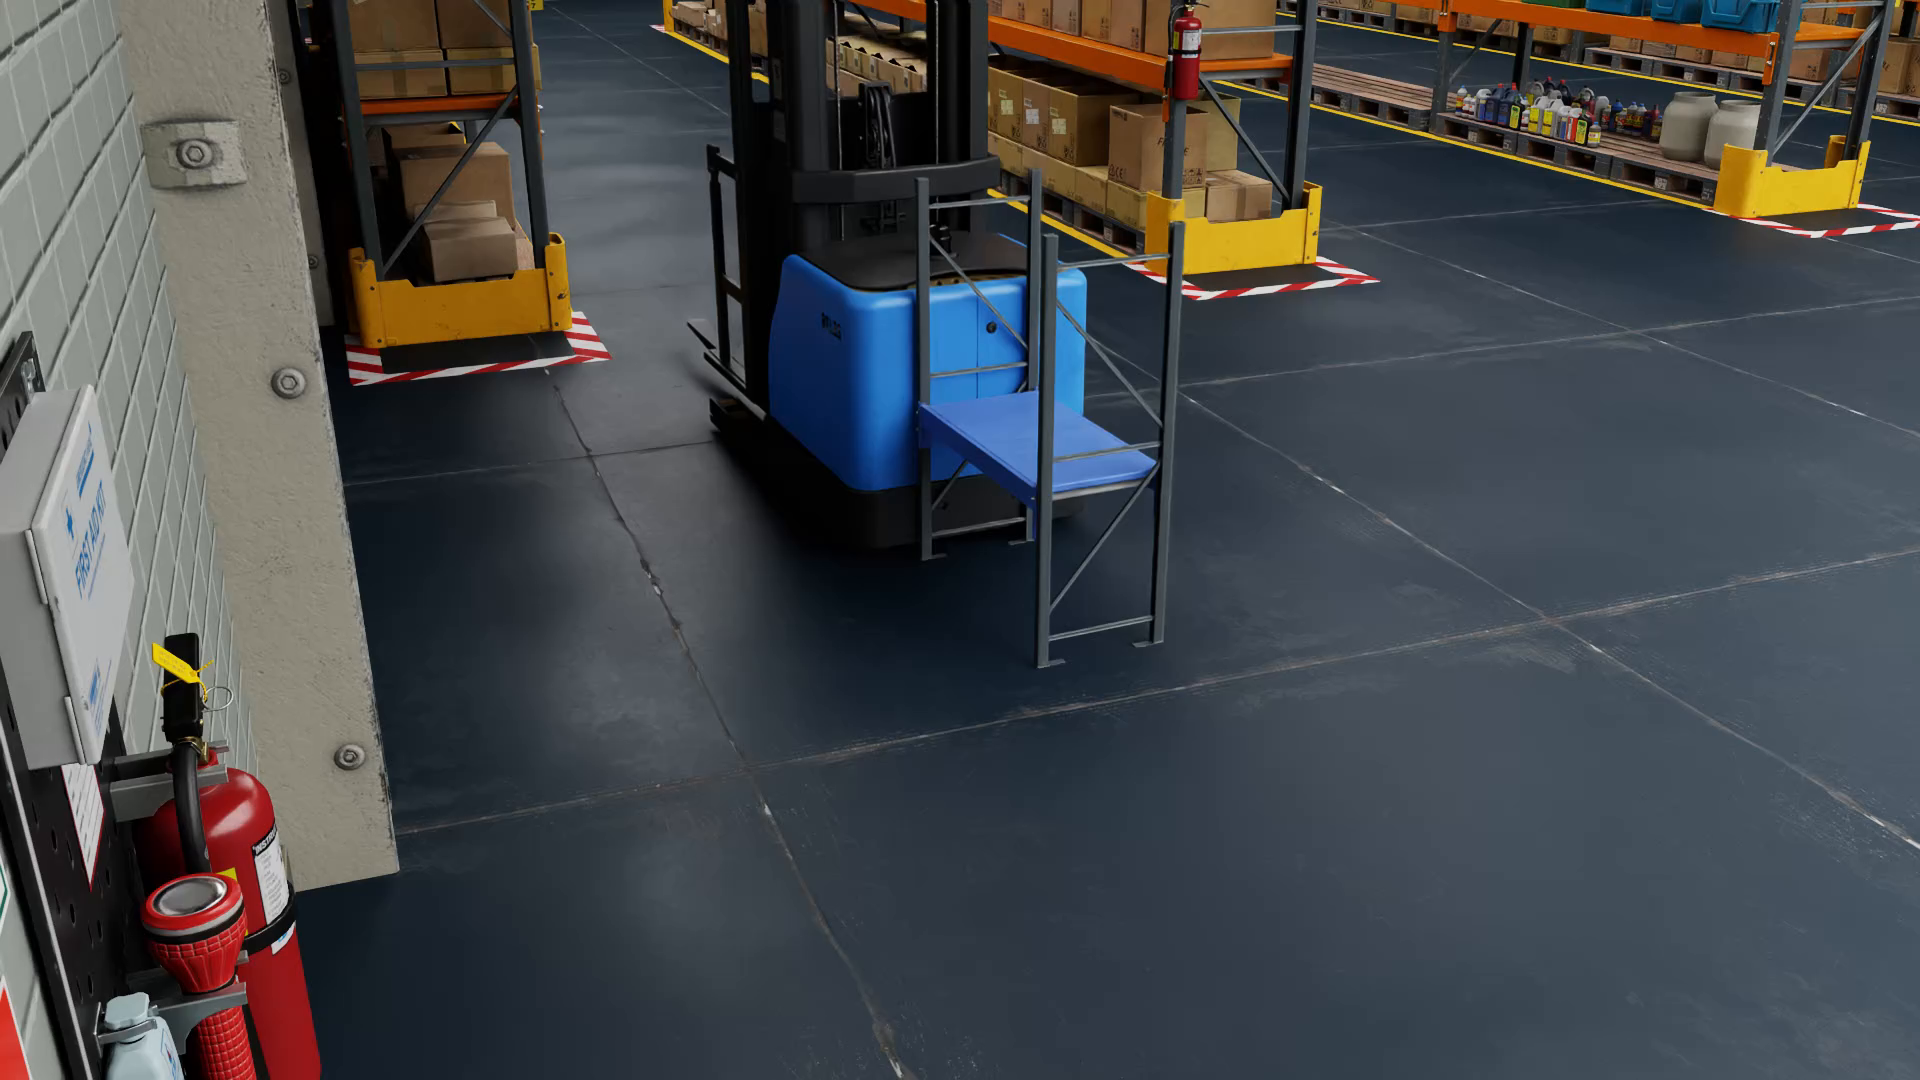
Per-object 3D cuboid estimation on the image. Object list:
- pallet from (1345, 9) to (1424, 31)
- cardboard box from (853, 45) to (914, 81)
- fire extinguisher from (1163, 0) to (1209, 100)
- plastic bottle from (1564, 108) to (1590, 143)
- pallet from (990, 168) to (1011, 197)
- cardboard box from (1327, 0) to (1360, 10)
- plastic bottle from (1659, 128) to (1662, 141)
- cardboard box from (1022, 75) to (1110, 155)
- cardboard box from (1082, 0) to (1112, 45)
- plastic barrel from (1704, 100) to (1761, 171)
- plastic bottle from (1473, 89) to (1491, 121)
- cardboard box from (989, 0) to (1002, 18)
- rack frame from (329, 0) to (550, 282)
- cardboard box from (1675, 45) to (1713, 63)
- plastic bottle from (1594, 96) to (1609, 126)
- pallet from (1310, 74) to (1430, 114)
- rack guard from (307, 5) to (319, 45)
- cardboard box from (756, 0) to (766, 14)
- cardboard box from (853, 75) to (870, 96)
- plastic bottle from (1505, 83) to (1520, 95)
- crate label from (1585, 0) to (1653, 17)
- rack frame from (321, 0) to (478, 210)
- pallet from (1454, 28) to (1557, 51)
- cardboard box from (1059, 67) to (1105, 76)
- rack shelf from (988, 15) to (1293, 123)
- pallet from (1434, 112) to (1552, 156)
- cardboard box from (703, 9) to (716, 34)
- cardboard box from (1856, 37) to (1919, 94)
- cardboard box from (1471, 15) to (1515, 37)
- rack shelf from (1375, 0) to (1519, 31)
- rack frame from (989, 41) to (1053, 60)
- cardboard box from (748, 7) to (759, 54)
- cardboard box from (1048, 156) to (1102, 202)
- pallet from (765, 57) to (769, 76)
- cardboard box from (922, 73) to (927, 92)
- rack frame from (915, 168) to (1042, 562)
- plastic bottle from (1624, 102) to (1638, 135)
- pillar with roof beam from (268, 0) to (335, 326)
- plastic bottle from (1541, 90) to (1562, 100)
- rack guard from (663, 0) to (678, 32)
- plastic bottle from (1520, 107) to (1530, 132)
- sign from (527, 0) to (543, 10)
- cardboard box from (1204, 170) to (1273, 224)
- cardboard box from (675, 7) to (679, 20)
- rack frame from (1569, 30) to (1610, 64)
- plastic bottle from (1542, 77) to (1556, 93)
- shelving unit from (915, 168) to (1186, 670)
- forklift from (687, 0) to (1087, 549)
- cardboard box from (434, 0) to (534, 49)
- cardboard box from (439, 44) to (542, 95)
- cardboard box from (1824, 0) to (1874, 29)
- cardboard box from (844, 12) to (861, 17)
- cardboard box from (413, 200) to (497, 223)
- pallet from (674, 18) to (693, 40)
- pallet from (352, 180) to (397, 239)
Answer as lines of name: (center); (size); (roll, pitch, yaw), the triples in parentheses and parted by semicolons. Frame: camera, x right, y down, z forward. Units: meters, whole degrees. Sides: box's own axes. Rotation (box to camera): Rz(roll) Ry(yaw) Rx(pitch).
pallet: (6.641, -7.963, 25.387); (1.003, 0.211, 1.213); (-8, 24, -19)
cardboard box: (-0.737, -4.728, 16.400); (0.500, 0.311, 0.500); (-9, 24, -20)
fire extinguisher: (1.414, -3.100, 10.360); (0.296, 0.674, 0.183); (-8, 24, -19)
plastic bottle: (5.320, -3.571, 14.317); (0.152, 0.276, 0.135); (-8, 24, -19)
pallet: (0.636, -3.116, 13.888); (1.003, 0.211, 1.213); (-8, 24, -19)
cardboard box: (6.361, -8.753, 25.866); (0.875, 0.875, 0.875); (-8, 24, -19)
plastic bottle: (6.093, -3.568, 14.316); (0.097, 0.271, 0.097); (0, 23, 0)
cardboard box: (0.797, -3.212, 12.559); (0.500, 0.500, 0.500); (-8, 24, -19)
cardboard box: (1.294, -3.831, 11.866); (0.700, 0.500, 0.500); (-8, 24, -19)
plastic barrel: (6.138, -3.196, 13.151); (0.421, 0.512, 0.421); (0, 23, 0)
plastic bottle: (4.872, -4.032, 15.412); (0.152, 0.276, 0.135); (-7, 24, -17)
cardboard box: (0.557, -4.582, 13.646); (0.700, 0.500, 0.500); (-9, 24, -20)
rack frame: (-2.826, -2.561, 8.982); (1.000, 3.000, 0.127); (-8, 24, -19)
cardboard box: (8.920, -5.912, 19.584); (0.700, 0.500, 0.500); (-6, 24, -15)
plastic bottle: (5.762, -3.881, 15.052); (0.152, 0.276, 0.135); (-8, 24, -18)
pallet: (4.281, -4.813, 17.915); (1.003, 0.211, 1.213); (-8, 24, -19)
rack guard: (-8.487, -7.232, 23.281); (1.175, 0.500, 0.348); (-8, 24, -19)
cardboard box: (-2.136, -6.427, 19.839); (0.500, 0.250, 0.500); (-8, 24, -19)
cardboard box: (-0.741, -4.475, 16.520); (0.500, 0.250, 0.500); (-9, 24, -20)
plastic bottle: (5.061, -4.026, 15.300); (0.144, 0.351, 0.185); (-8, 24, -19)
crate label: (5.539, -4.569, 13.699); (0.502, 0.435, 0.616); (-8, 24, -19)
rack frame: (-4.239, -4.015, 12.430); (1.000, 3.000, 0.127); (-8, 24, -19)
pallet: (7.615, -6.962, 23.012); (1.003, 0.211, 1.213); (-8, 24, -19)
cardboard box: (1.108, -3.465, 13.160); (0.500, 0.500, 0.500); (-8, 24, -19)
rack shelf: (1.101, -3.638, 12.462); (1.077, 0.370, 4.000); (-8, 24, -19)
pallet: (5.228, -3.839, 15.604); (1.003, 0.211, 1.213); (-8, 24, -19)
cardboard box: (-3.164, -7.007, 22.425); (0.500, 0.311, 0.500); (-8, 24, -19)
cardboard box: (9.767, -4.945, 17.314); (0.500, 0.500, 0.500); (-9, 25, -21)
cardboard box: (7.718, -7.300, 22.420); (1.225, 0.875, 0.875); (-8, 24, -19)
rack shelf: (4.323, -5.769, 17.519); (1.077, 0.370, 4.000); (-8, 24, -19)
rack frame: (0.394, -4.696, 14.046); (1.000, 3.000, 0.127); (-8, 24, -19)
cardboard box: (-2.290, -6.252, 20.390); (0.500, 0.500, 0.500); (-8, 24, -18)
cardboard box: (0.975, -2.685, 12.274); (0.500, 0.250, 0.500); (-8, 24, -19)
pallet: (-1.675, -5.583, 19.742); (1.003, 0.211, 1.213); (-8, 24, -19)
cardboard box: (-0.017, -3.989, 14.645); (0.500, 0.311, 0.500); (-8, 24, -19)
rack frame: (0.070, -0.650, 6.377); (0.500, 1.500, 0.032); (-10, 25, -22)
plastic bottle: (5.937, -3.729, 14.698); (0.097, 0.271, 0.097); (0, 23, 0)
pillar with roof beam: (0.145, -6.052, 9.540); (9.100, 9.000, 0.400); (-8, 24, -19)
plastic bottle: (5.465, -4.028, 15.402); (0.152, 0.276, 0.135); (-8, 24, -19)
rack guard: (-3.818, -7.877, 24.811); (1.175, 0.500, 0.348); (-8, 24, -19)
plastic bottle: (5.071, -3.762, 14.868); (0.097, 0.201, 0.097); (0, 23, 0)
sign: (-2.318, -3.035, 8.991); (0.100, 0.325, 0.005); (-8, 24, -19)
cardboard box: (1.826, -2.394, 11.585); (0.500, 0.250, 0.500); (-8, 24, -19)
cardboard box: (-3.930, -7.663, 24.167); (0.380, 0.166, 0.250); (-8, 24, -19)
rack frame: (8.250, -7.507, 20.716); (1.000, 3.000, 0.127); (-8, 24, -19)
plastic bottle: (5.526, -4.162, 15.623); (0.144, 0.351, 0.185); (-9, 24, -20)
shelving unit: (0.279, -0.470, 5.950); (0.538, 1.500, 1.048); (-10, 25, -22)
forklift: (-0.549, -1.853, 7.390); (1.130, 2.935, 3.031); (-10, 25, -22)
cardboard box: (-2.713, -3.062, 9.371); (0.500, 0.500, 0.500); (-8, 24, -19)
cardboard box: (-2.701, -2.722, 9.531); (0.500, 0.250, 0.500); (-9, 25, -21)
cardboard box: (12.449, -7.396, 23.130); (0.500, 0.500, 0.500); (-8, 24, -19)
cardboard box: (-1.464, -5.966, 19.712); (0.500, 0.500, 0.500); (-9, 25, -21)
cardboard box: (-3.188, -1.996, 10.536); (0.500, 0.311, 0.500); (-6, 24, -15)
pallet: (-3.536, -7.454, 24.180); (1.003, 0.211, 1.213); (-8, 24, -19)
pallet: (-3.969, -2.491, 12.404); (1.003, 0.211, 1.213); (-8, 24, -19)
